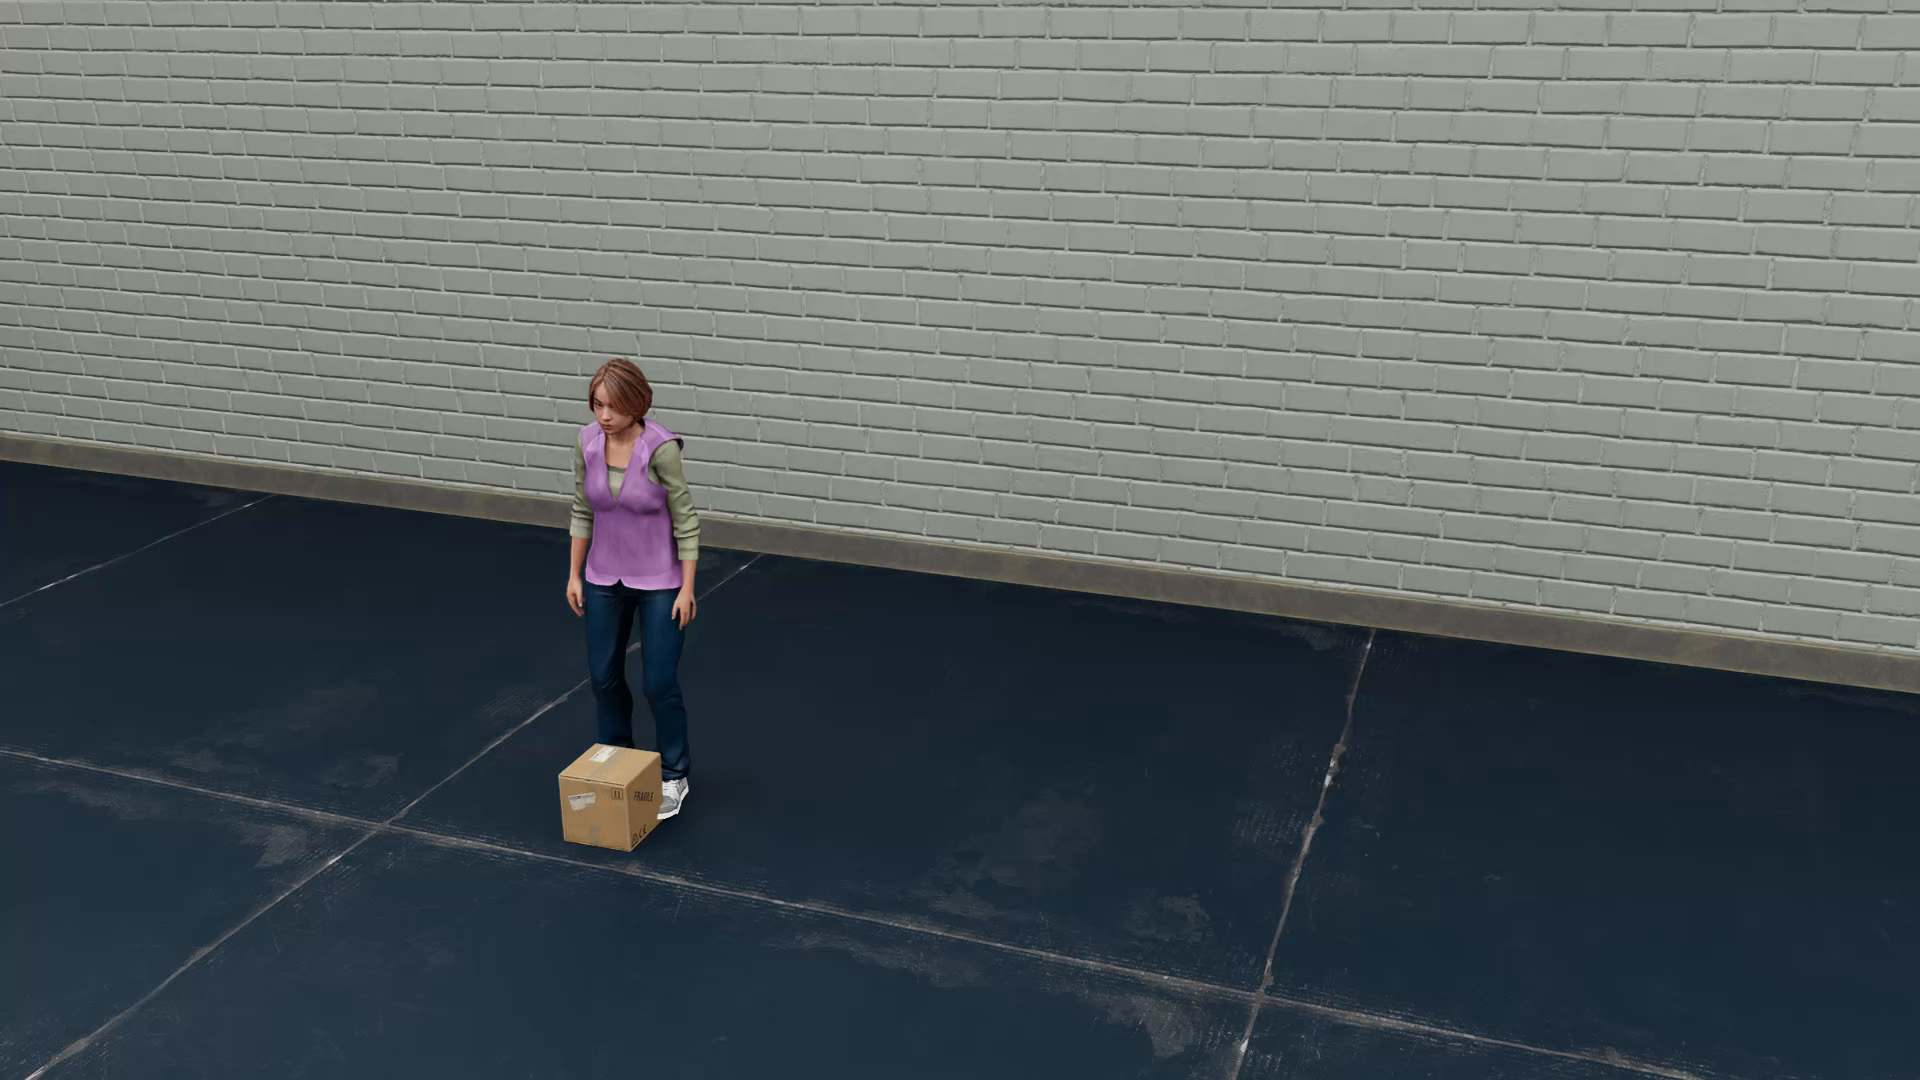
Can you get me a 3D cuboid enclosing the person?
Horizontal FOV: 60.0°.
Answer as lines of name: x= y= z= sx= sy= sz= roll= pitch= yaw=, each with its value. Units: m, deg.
person: x=-6.183 y=-0.673 z=5.575 sx=10.366 sy=3.194 sz=2.769 roll=5 pitch=20 yaw=16
